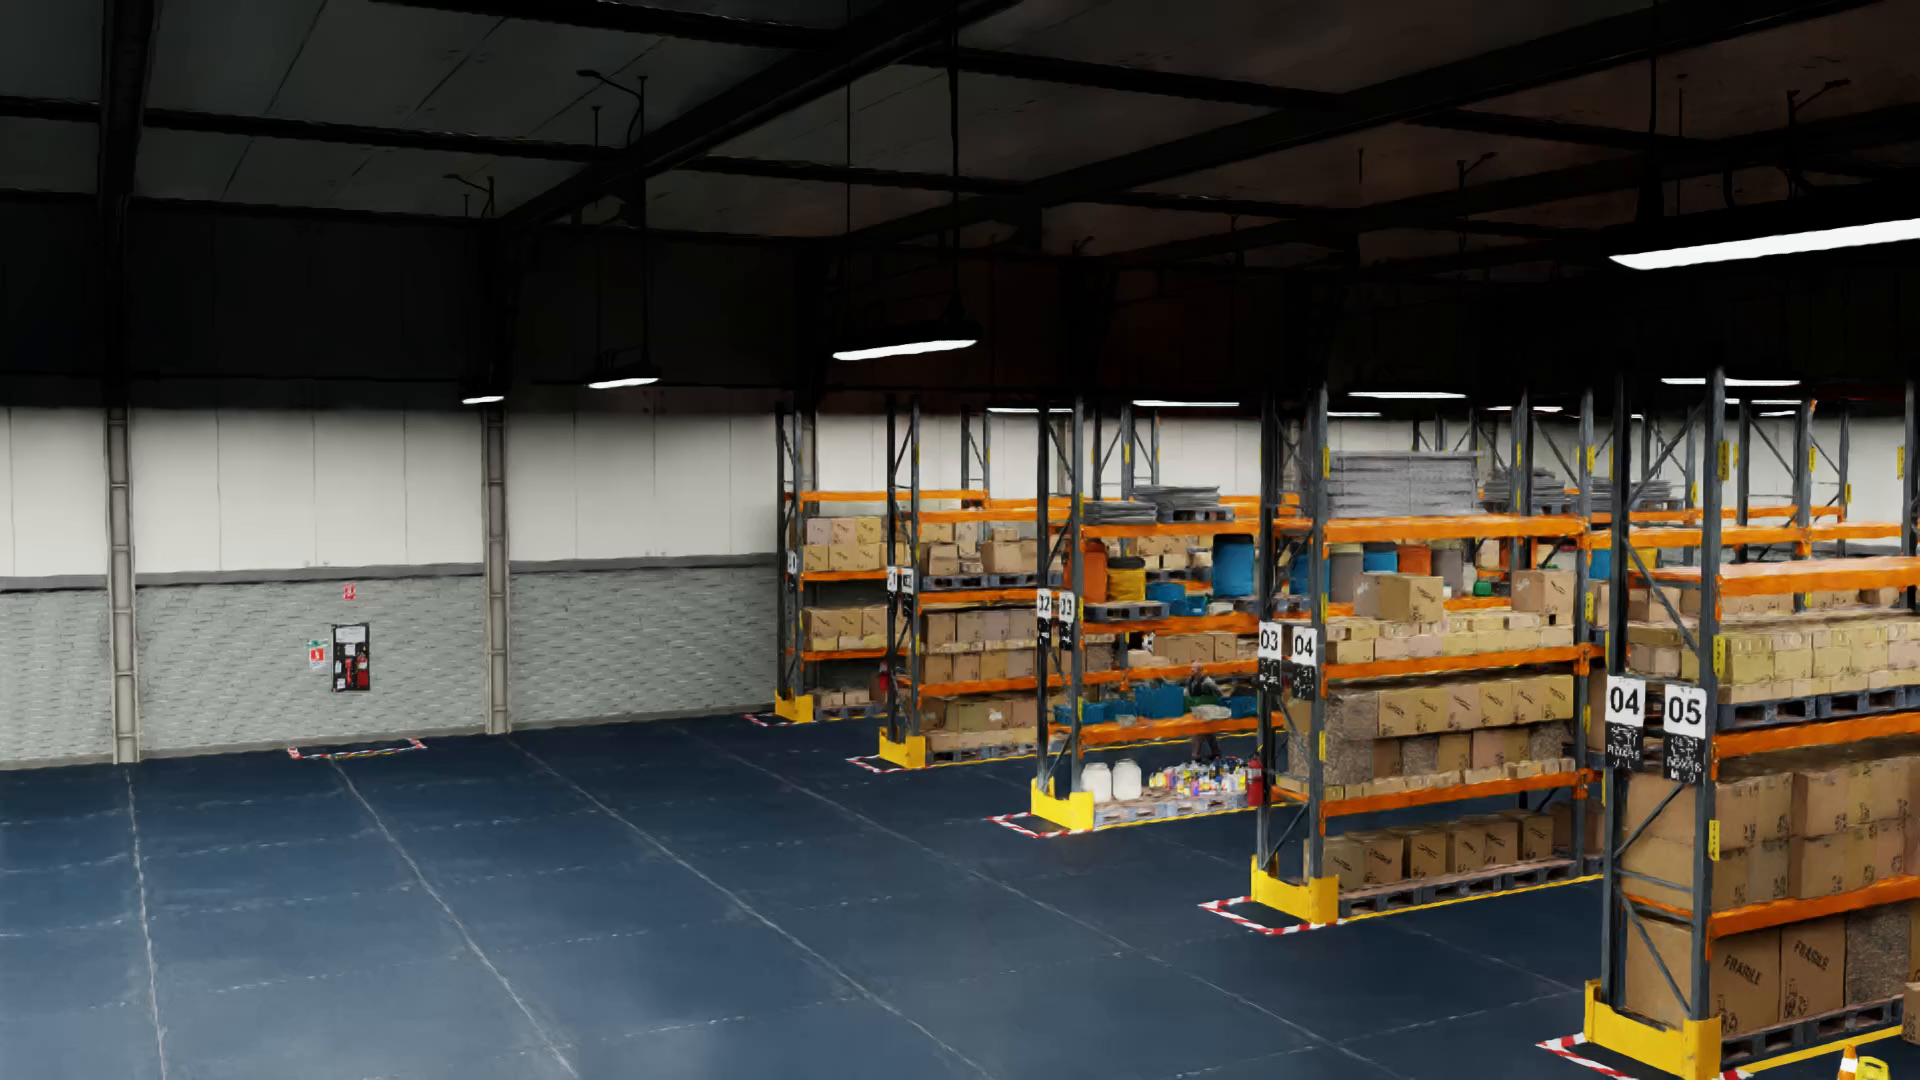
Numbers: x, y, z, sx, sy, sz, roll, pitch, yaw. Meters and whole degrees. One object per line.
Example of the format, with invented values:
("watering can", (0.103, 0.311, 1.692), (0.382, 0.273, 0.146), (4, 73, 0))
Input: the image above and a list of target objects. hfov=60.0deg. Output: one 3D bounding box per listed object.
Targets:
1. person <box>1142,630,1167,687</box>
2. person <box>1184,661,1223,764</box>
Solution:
("person", (3.864, 2.450, 33.616), (1.086, 1.589, 0.495), (-2, 4, -25))
("person", (3.958, 2.796, 27.194), (0.866, 1.658, 0.680), (-1, 3, -22))
